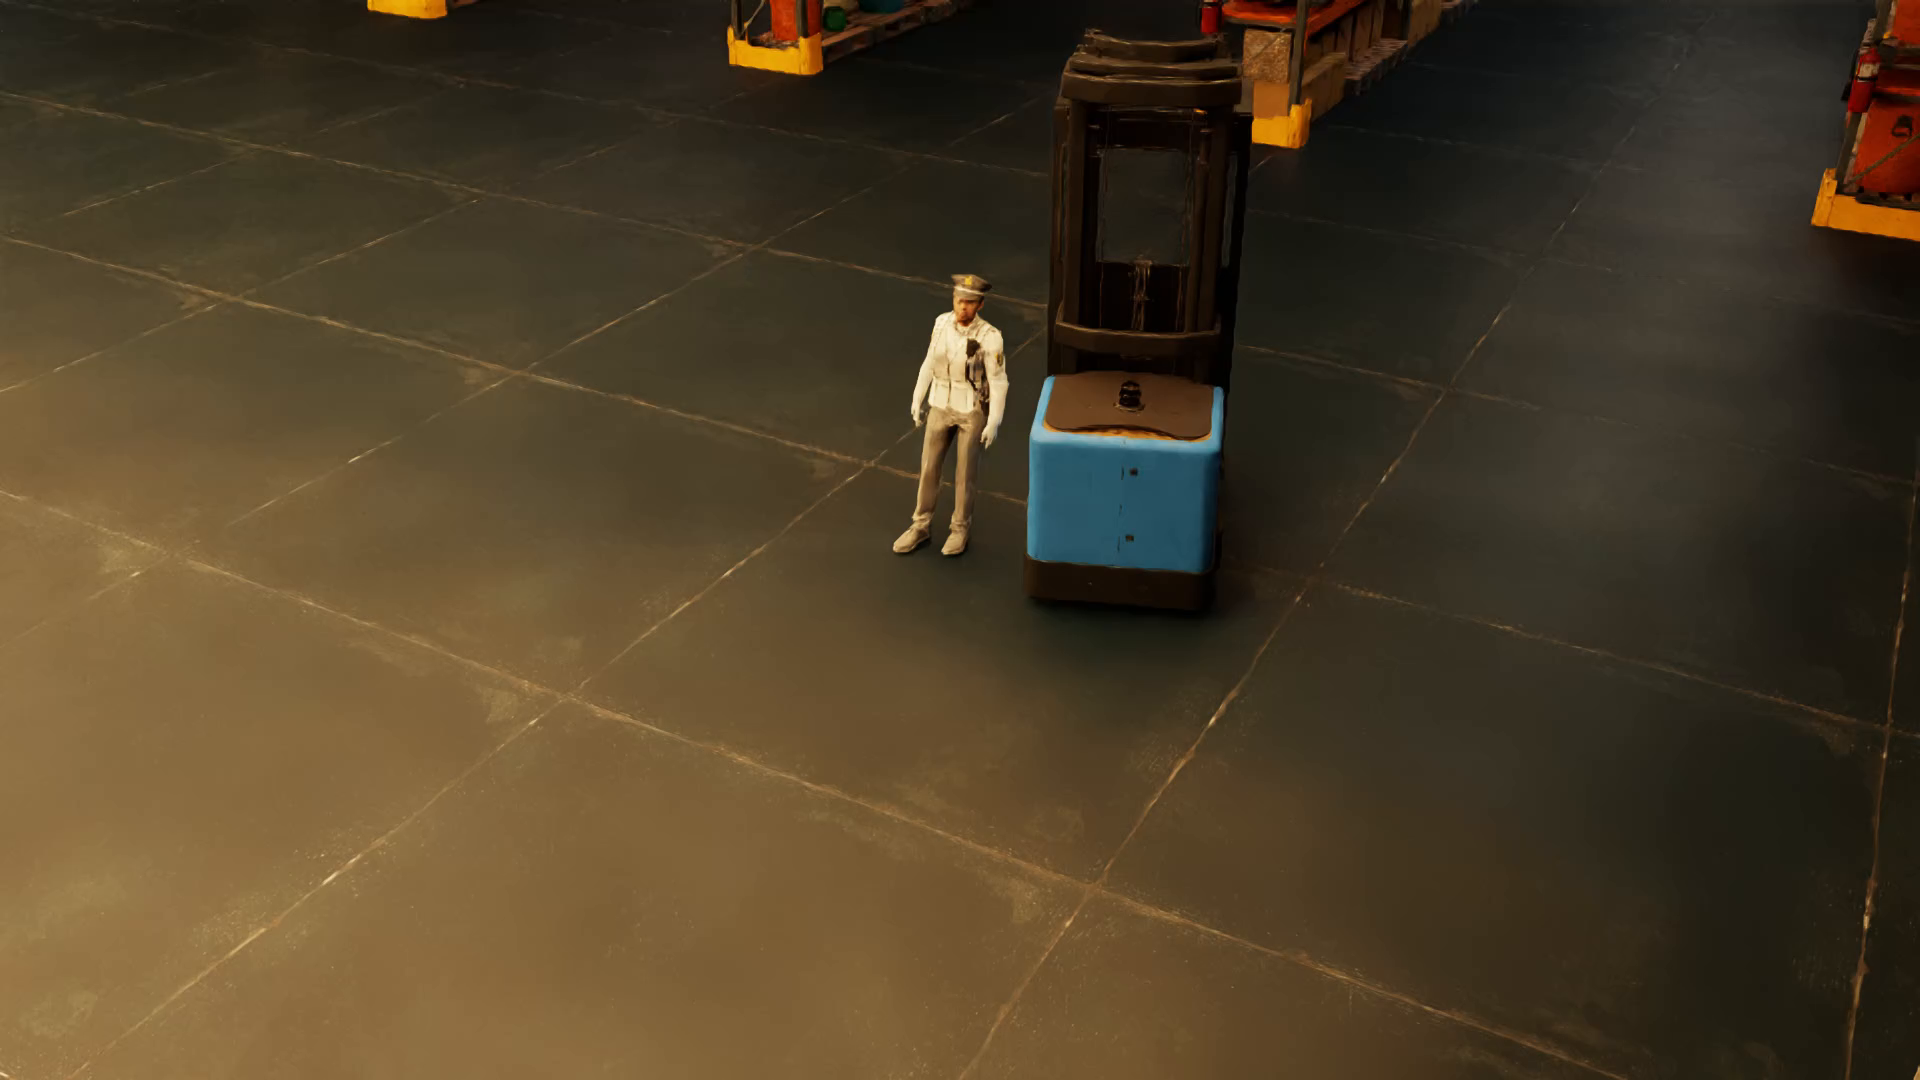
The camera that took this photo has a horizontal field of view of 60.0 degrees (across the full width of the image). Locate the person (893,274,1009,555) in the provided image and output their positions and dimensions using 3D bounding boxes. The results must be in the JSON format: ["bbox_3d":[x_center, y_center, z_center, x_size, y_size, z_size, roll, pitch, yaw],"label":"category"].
[{"bbox_3d":[-0.039,-0.713,9.528,0.586,1.695,0.535,15,33,25],"label":"person"}]

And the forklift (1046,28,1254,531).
[{"bbox_3d":[1.103,-1.598,9.840,1.121,2.935,3.031,4,30,8],"label":"forklift"}]
